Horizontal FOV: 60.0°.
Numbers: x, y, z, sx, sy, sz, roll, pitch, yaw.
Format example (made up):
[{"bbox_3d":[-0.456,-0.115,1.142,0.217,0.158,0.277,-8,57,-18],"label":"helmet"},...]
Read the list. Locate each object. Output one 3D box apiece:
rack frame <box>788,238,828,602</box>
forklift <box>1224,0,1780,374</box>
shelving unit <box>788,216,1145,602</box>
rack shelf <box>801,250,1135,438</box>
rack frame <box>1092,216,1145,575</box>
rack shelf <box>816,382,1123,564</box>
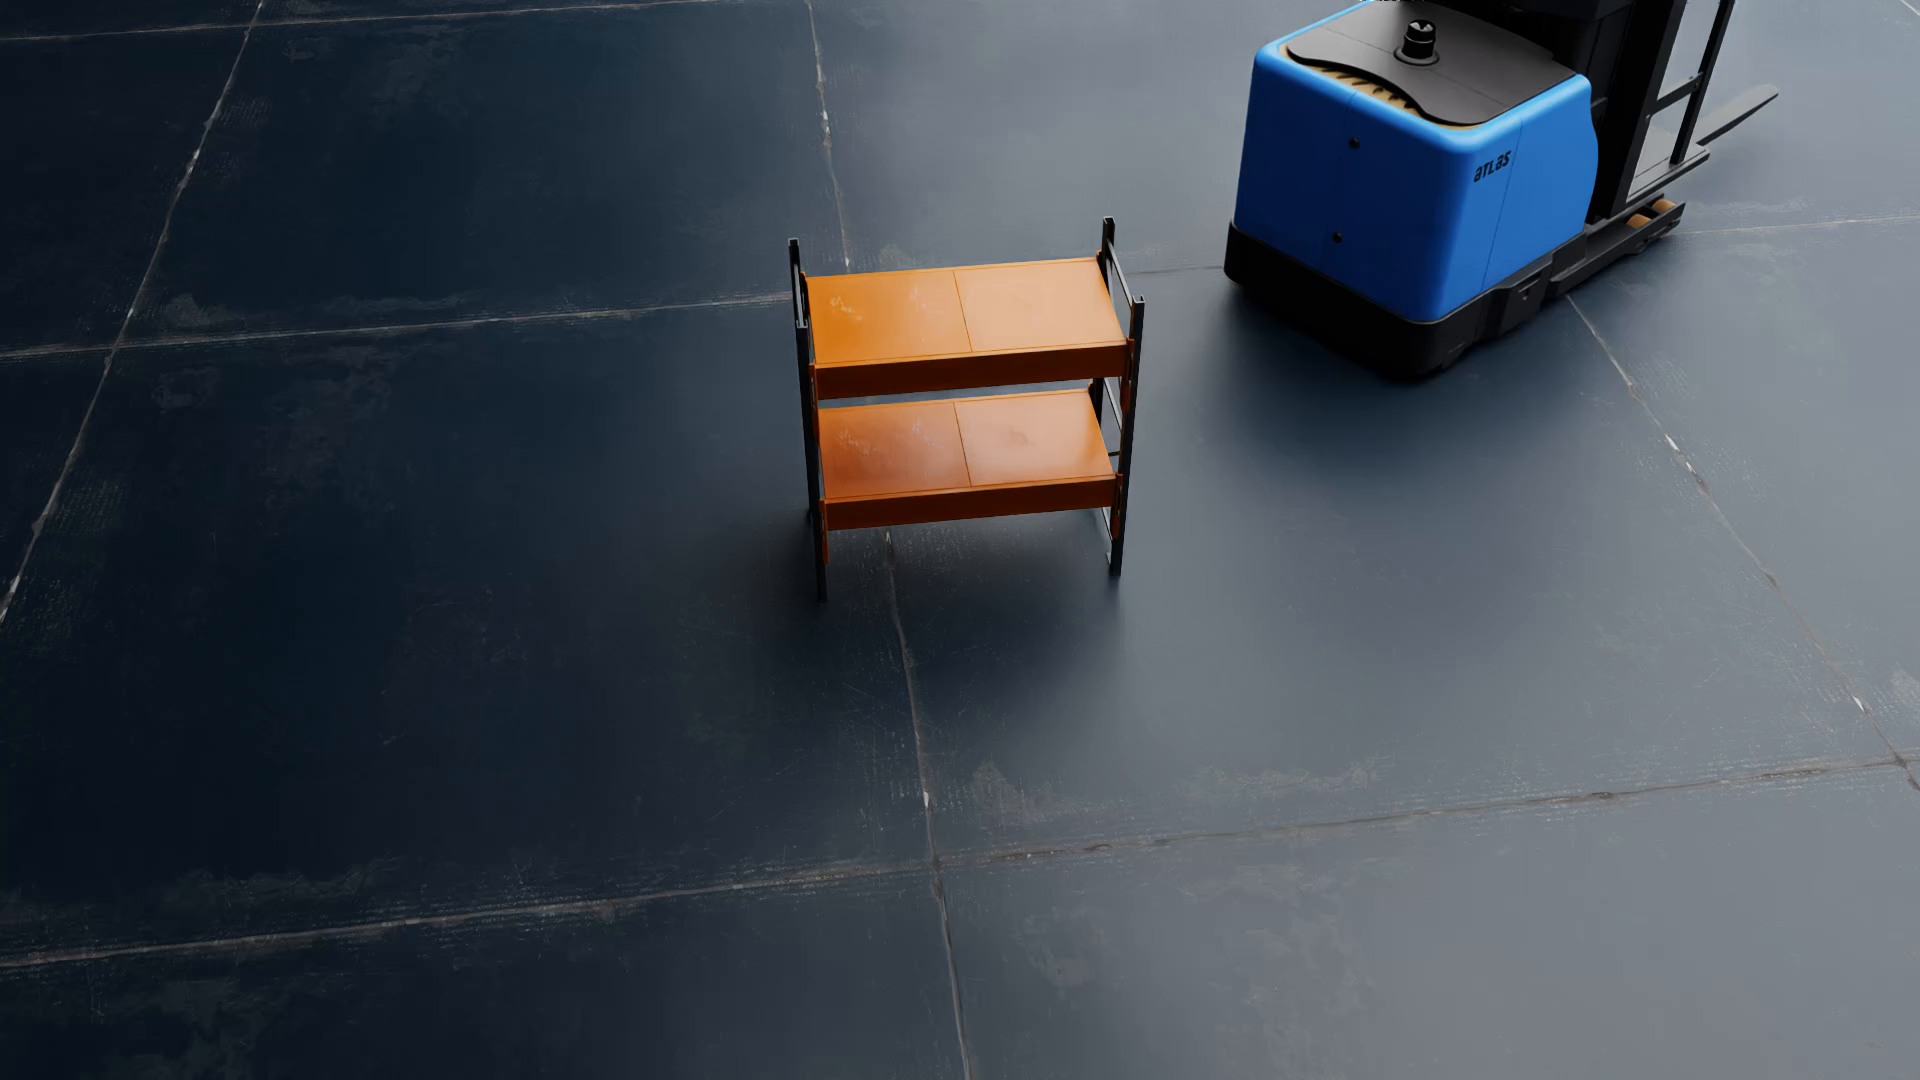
[{"bbox_3d":[-0.497,-0.374,5.469,0.032,1.125,0.500,-5,42,-6],"label":"rack frame"},{"bbox_3d":[2.562,-2.583,6.569,3.031,2.935,1.130,-30,50,-29],"label":"forklift"},{"bbox_3d":[0.007,-0.418,5.518,1.048,1.125,0.538,-5,42,-6],"label":"shelving unit"},{"bbox_3d":[0.007,-0.636,5.322,1.000,0.278,0.538,-5,42,-6],"label":"rack shelf"},{"bbox_3d":[0.511,-0.462,5.566,0.032,1.125,0.500,-5,42,-6],"label":"rack frame"},{"bbox_3d":[0.007,-0.237,5.681,1.000,0.278,0.538,-5,42,-6],"label":"rack shelf"}]
